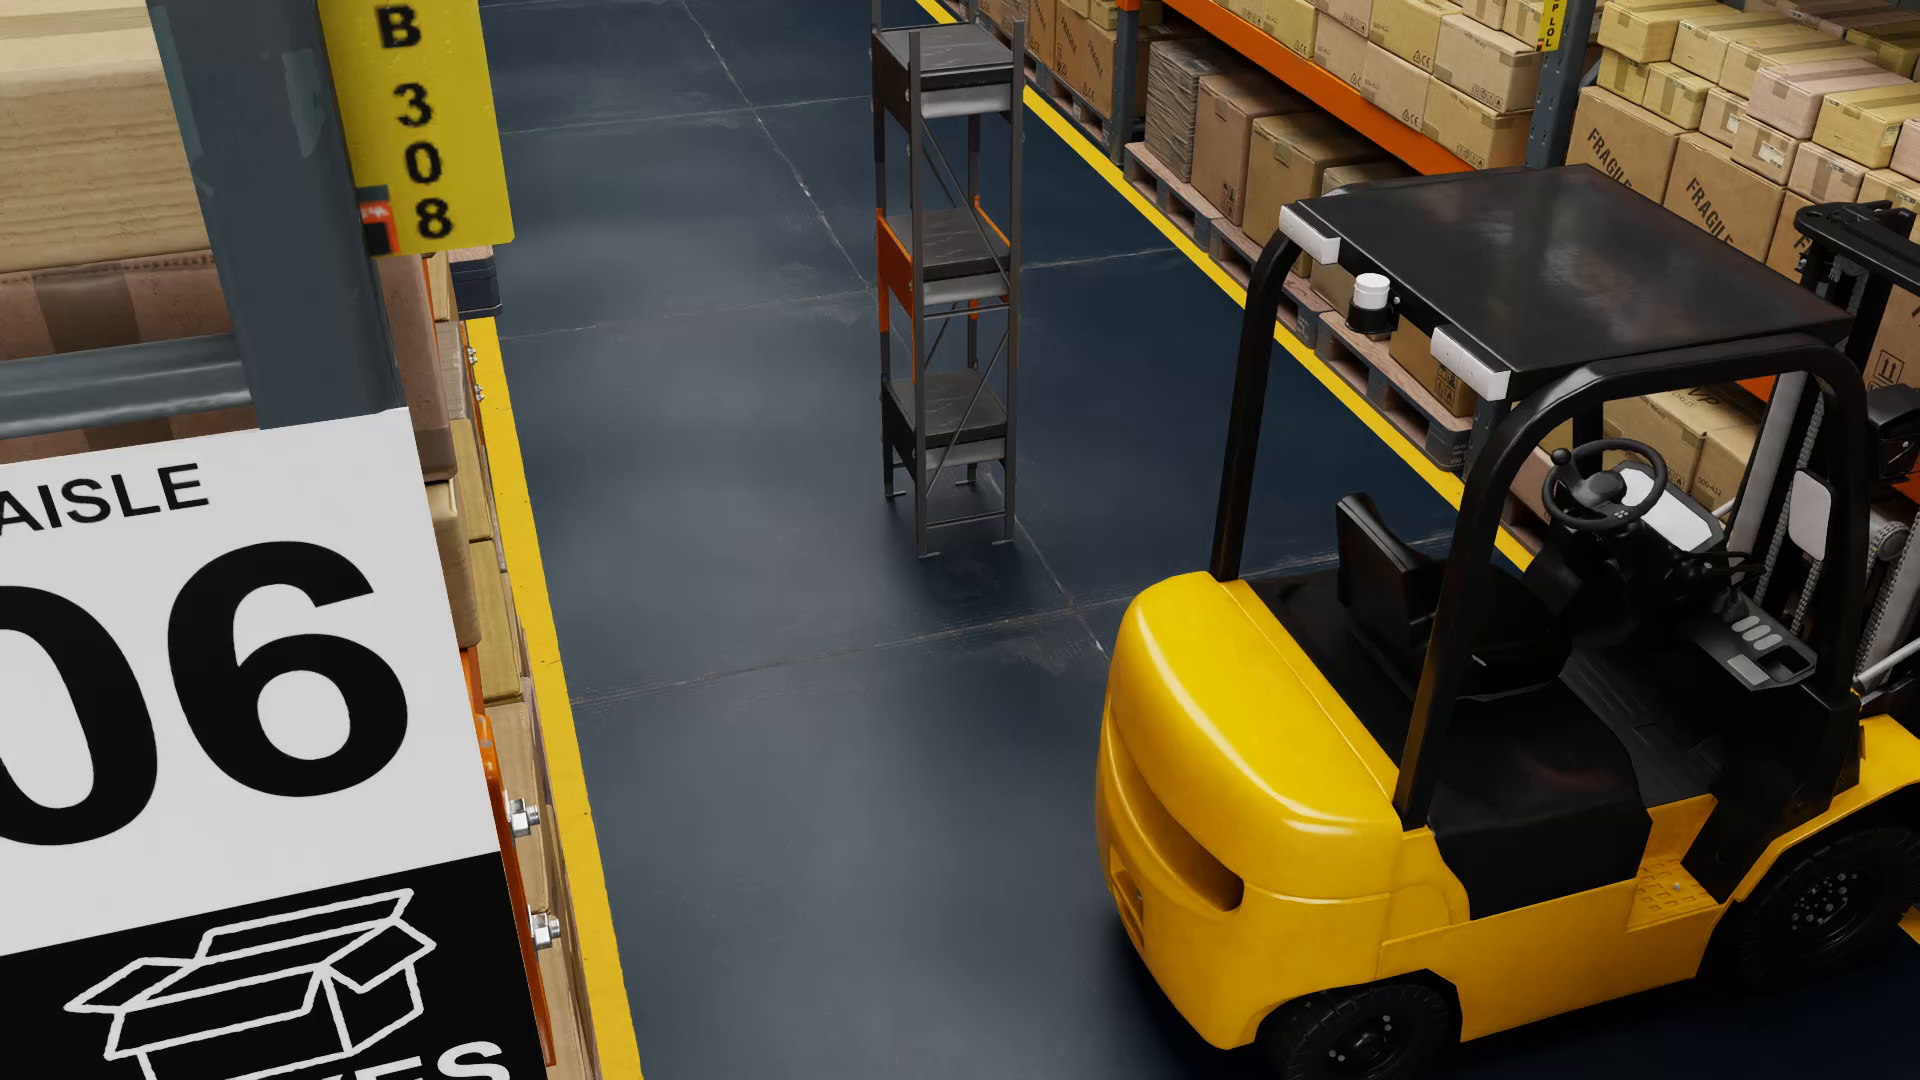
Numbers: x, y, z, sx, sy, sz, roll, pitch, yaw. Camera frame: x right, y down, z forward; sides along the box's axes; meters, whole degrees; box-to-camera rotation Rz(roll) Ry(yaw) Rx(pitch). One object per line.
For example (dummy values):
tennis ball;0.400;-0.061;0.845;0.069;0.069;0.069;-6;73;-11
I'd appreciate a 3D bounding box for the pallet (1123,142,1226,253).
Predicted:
pallet;1.637;-2.055;9.669;1.003;0.211;1.213;-10;35;-15

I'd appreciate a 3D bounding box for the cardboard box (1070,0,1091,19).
cardboard box;0.919;-3.415;10.496;0.380;0.149;0.250;-12;35;-17

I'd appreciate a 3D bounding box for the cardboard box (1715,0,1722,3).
cardboard box;2.741;-2.090;6.513;0.380;0.149;0.250;-11;35;-16

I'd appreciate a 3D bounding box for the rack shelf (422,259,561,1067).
rack shelf;-1.472;-0.622;2.902;1.077;0.370;4.000;-10;35;-15

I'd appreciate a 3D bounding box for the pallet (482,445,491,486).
pallet;-2.321;0.034;6.507;1.003;0.211;1.213;-10;35;-15

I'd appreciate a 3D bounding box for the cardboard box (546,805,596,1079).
cardboard box;-1.162;1.018;3.922;0.500;0.500;0.500;-9;35;-14

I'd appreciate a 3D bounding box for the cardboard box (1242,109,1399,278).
cardboard box;2.013;-1.817;8.552;0.875;0.625;0.625;-11;35;-17

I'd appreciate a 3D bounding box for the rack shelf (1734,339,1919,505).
rack shelf;3.254;-0.207;4.995;1.077;0.370;4.000;-10;35;-15

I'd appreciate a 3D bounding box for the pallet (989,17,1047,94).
pallet;0.863;-3.532;11.903;1.003;0.211;1.213;-10;35;-15

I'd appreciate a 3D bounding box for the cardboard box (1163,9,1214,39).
cardboard box;1.562;-3.058;10.544;0.500;0.500;0.500;-9;34;-13

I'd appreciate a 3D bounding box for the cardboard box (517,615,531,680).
cardboard box;-1.646;0.517;5.361;0.500;0.250;0.500;-8;34;-13

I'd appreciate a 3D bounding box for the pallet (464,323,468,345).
pallet;-3.066;-1.247;8.445;1.003;0.211;1.213;-10;35;-15

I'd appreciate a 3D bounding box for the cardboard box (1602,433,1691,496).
cardboard box;2.653;-0.224;6.028;0.500;0.250;0.500;-10;35;-15

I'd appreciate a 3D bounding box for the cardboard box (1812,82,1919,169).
cardboard box;2.796;-1.238;4.954;0.380;0.149;0.250;-11;35;-15

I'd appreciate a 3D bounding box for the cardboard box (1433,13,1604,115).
cardboard box;2.250;-1.918;6.615;0.500;0.250;0.500;-11;35;-16

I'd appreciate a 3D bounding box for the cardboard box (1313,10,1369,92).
cardboard box;1.960;-2.244;7.561;0.500;0.250;0.500;-10;35;-14

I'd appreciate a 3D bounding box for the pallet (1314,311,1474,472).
pallet;2.382;-0.774;7.730;1.003;0.211;1.213;-10;35;-15

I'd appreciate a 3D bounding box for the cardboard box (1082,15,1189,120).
cardboard box;1.090;-2.976;10.419;0.500;0.500;0.500;-9;35;-13

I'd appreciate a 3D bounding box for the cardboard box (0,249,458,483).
cardboard box;-0.762;-0.242;1.541;0.500;0.250;0.500;-11;35;-16

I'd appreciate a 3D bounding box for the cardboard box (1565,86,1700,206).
cardboard box;2.530;-1.322;5.939;0.500;0.500;0.500;-11;35;-16

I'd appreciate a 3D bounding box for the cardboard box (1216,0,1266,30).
cardboard box;1.638;-2.787;8.382;0.500;0.250;0.500;-11;35;-16

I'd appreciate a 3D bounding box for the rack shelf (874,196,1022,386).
rack shelf;-0.050;-0.952;6.310;0.431;0.518;0.480;-10;35;-15

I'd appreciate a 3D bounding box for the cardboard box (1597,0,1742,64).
cardboard box;2.458;-1.777;5.769;0.380;0.149;0.250;-9;35;-14

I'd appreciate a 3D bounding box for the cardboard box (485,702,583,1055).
cardboard box;-0.904;0.647;2.690;0.500;0.500;0.500;-9;35;-13

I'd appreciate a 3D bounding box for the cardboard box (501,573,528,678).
cardboard box;-1.490;0.471;4.750;0.500;0.500;0.500;-9;35;-14

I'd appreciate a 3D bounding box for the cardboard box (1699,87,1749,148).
cardboard box;2.677;-1.390;5.454;0.380;0.149;0.250;-10;35;-15

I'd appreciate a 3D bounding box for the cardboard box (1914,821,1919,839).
cardboard box;3.133;0.794;4.940;0.500;0.250;0.500;-10;35;-14

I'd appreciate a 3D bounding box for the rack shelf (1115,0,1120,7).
rack shelf;0.813;-4.407;11.351;1.077;0.370;4.000;-10;35;-15

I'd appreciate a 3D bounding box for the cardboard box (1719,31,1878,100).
cardboard box;2.710;-1.522;5.384;0.380;0.149;0.250;-11;35;-16

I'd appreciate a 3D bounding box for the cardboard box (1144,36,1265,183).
cardboard box;1.601;-2.512;9.604;0.875;0.625;0.625;-9;34;-13

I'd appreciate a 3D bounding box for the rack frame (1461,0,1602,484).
rack frame;2.643;-1.557;6.386;1.000;3.000;0.127;-10;35;-15

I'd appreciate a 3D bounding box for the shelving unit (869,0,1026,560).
shelving unit;-0.050;-0.963;6.303;0.431;2.100;0.503;-10;35;-15

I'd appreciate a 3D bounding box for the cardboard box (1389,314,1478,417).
cardboard box;2.474;-1.014;7.337;0.875;0.625;0.625;-8;34;-13

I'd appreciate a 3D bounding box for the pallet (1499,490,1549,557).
pallet;2.846;0.031;6.512;1.003;0.211;1.213;-10;35;-15

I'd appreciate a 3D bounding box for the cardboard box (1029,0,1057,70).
cardboard box;0.785;-3.514;11.234;0.500;0.500;0.500;-9;34;-13

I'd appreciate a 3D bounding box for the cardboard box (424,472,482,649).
cardboard box;-0.654;0.004;1.530;0.380;0.149;0.250;-10;35;-15

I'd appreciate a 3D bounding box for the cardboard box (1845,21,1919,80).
cardboard box;3.159;-1.602;5.504;0.380;0.149;0.250;-10;35;-15

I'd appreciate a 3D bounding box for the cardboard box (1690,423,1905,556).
cardboard box;2.801;-0.166;5.487;0.500;0.250;0.500;-9;34;-13

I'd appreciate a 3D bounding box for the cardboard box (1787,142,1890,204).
cardboard box;2.760;-1.110;5.030;0.380;0.149;0.250;-10;35;-15

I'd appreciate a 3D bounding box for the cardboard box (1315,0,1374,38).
cardboard box;1.936;-2.456;7.429;0.500;0.250;0.500;-9;35;-14

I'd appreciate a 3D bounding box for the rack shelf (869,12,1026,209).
rack shelf;-0.050;-1.536;5.924;0.431;0.518;0.480;-10;35;-15

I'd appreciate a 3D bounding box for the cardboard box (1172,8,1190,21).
cardboard box;1.561;-3.387;10.452;0.380;0.149;0.250;-8;34;-12

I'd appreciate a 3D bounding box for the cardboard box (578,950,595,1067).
cardboard box;-1.172;1.328;4.133;0.500;0.250;0.500;-8;34;-12

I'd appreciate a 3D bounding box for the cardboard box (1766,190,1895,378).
cardboard box;2.860;-0.786;5.128;0.500;0.500;0.500;-10;35;-15

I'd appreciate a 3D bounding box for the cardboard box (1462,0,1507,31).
cardboard box;2.232;-2.144;6.595;0.380;0.149;0.250;-11;35;-15

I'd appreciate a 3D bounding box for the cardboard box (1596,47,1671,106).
cardboard box;2.490;-1.658;5.859;0.380;0.149;0.250;-11;35;-15

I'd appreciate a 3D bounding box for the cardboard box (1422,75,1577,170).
cardboard box;2.241;-1.715;6.761;0.500;0.250;0.500;-9;35;-14

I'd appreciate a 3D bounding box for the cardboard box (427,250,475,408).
cardboard box;-1.547;-0.426;4.313;0.500;0.500;0.500;-9;34;-13

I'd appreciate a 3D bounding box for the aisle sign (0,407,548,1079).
aisle sign;-0.548;0.275;1.255;0.394;0.787;0.004;-10;35;-15

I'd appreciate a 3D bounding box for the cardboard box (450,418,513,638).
cardboard box;-1.223;0.114;3.496;0.500;0.500;0.500;-11;35;-16

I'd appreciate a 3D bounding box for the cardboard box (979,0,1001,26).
cardboard box;0.456;-4.057;12.056;0.500;0.500;0.500;-11;35;-16

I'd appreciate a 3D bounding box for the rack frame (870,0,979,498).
rack frame;-0.125;-1.091;6.497;0.400;2.100;0.015;-10;35;-15

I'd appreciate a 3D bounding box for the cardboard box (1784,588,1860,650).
cardboard box;2.948;0.307;5.224;0.500;0.250;0.500;-10;35;-15

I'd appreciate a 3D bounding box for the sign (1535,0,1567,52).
sign;2.130;-1.911;5.943;0.100;0.325;0.005;-10;35;-15

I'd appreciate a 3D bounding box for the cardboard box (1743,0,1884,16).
cardboard box;3.029;-1.877;5.921;0.380;0.149;0.250;-10;35;-15

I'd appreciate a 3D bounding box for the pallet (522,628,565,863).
pallet;-1.844;0.789;5.364;1.003;0.211;1.213;-10;35;-15
